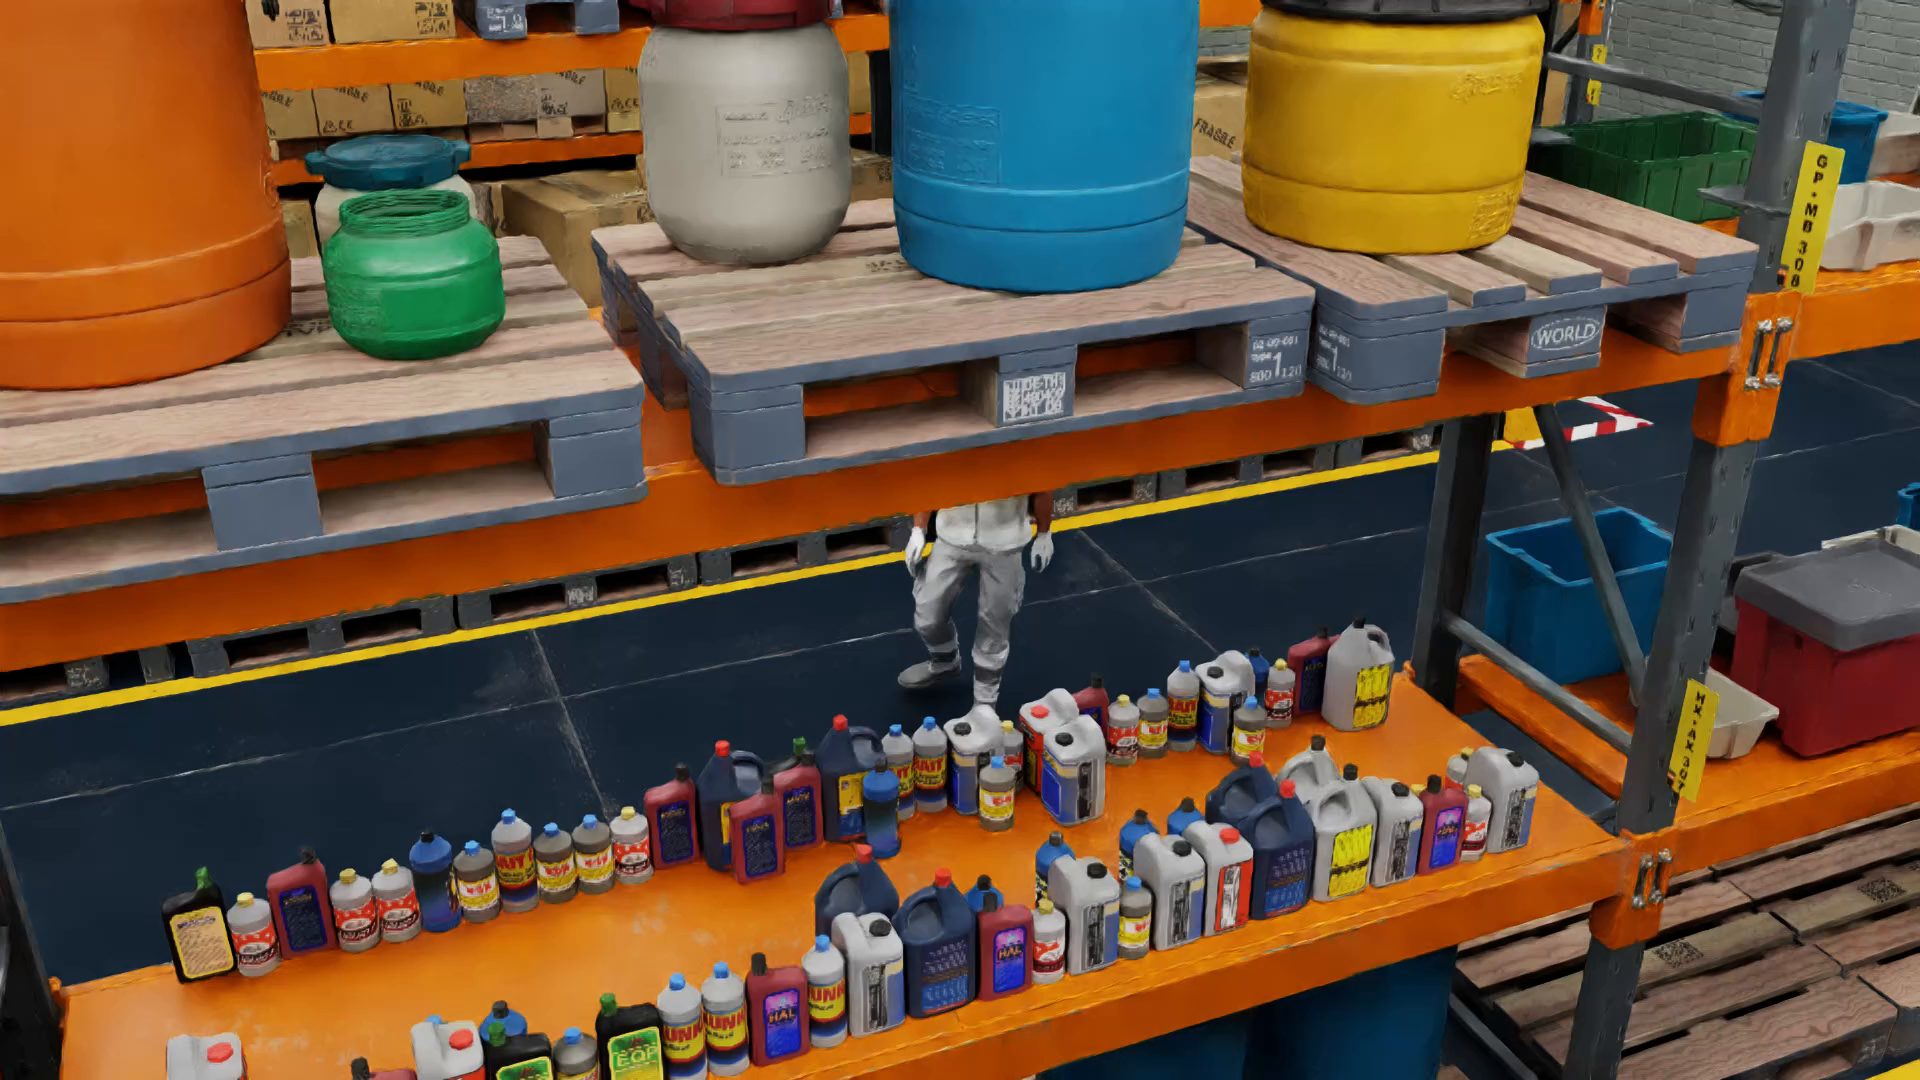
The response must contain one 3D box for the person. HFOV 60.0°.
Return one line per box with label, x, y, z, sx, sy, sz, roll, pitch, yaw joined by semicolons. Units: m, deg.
person;0.044;-0.024;7.094;0.710;1.781;0.456;5;26;10
